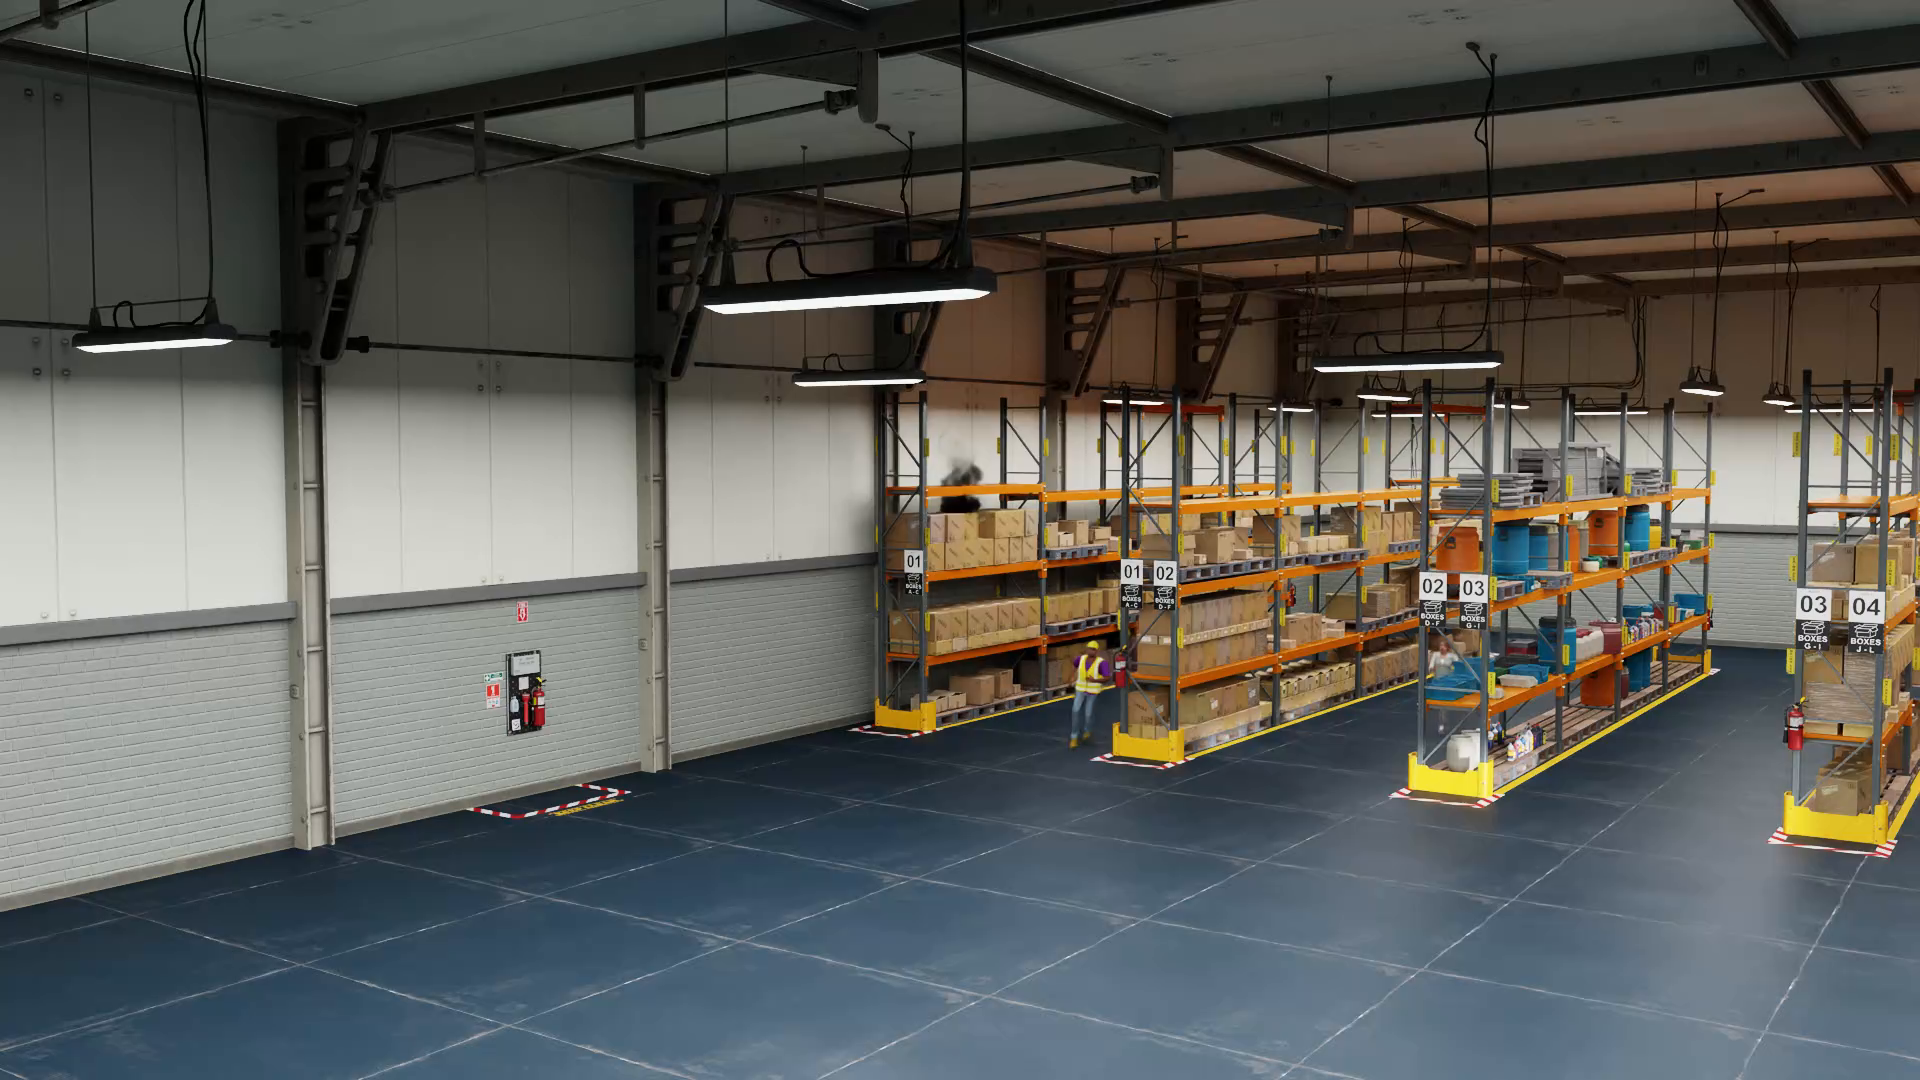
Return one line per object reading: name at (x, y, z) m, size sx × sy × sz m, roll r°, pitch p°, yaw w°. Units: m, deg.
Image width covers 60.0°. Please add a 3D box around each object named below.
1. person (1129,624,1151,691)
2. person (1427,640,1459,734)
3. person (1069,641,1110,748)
person at (3.333, 2.431, 30.569) m, size 0.681 × 1.796 × 0.774 m, roll 2°, pitch 4°, yaw 28°
person at (8.501, 2.555, 29.262) m, size 0.532 × 1.612 × 0.798 m, roll 2°, pitch 4°, yaw 29°
person at (2.179, 2.590, 28.024) m, size 0.720 × 1.812 × 0.846 m, roll 1°, pitch 3°, yaw 15°
